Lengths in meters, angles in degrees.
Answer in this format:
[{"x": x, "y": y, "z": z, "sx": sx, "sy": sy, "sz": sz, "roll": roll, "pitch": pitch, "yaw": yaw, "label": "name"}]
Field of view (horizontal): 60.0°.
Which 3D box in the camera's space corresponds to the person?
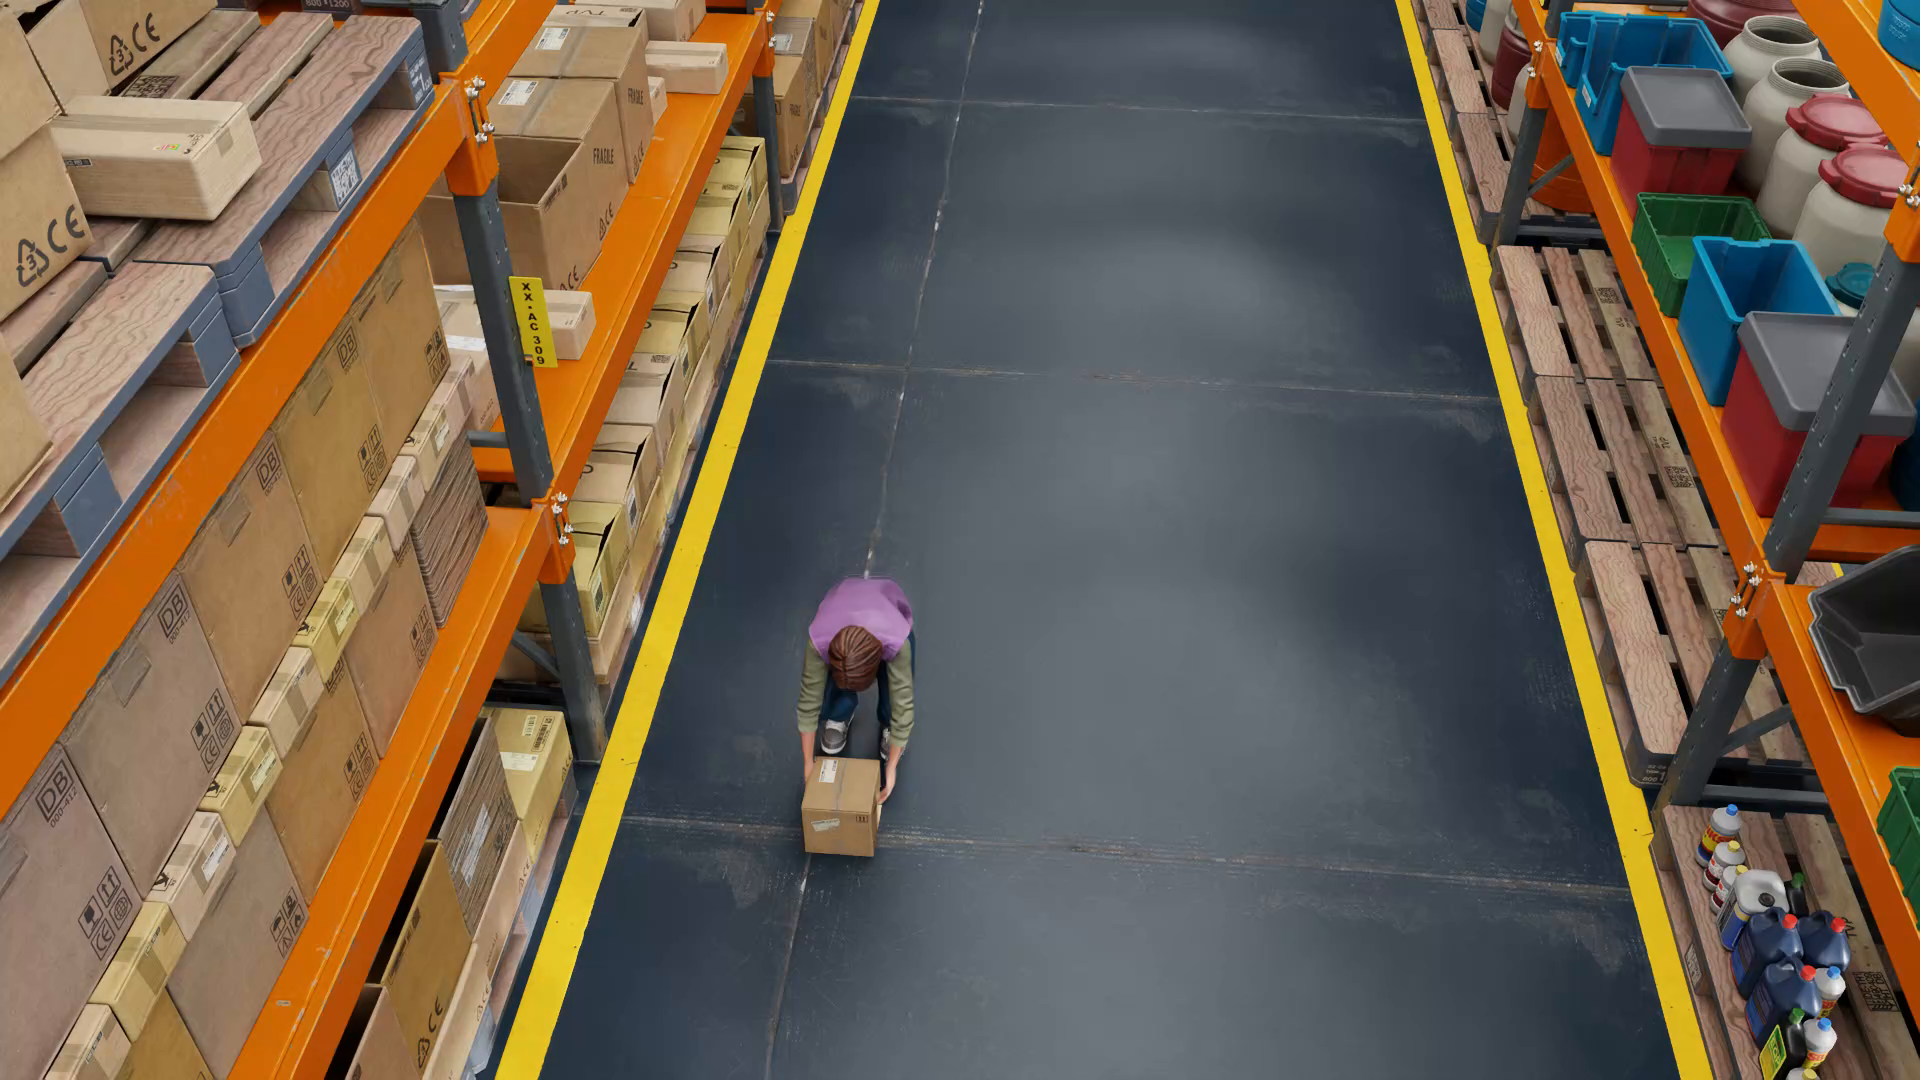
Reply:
[{"x": -0.393, "y": 0.462, "z": 5.983, "sx": 0.385, "sy": 1.136, "sz": 0.848, "roll": 4, "pitch": 41, "yaw": 5, "label": "person"}]
